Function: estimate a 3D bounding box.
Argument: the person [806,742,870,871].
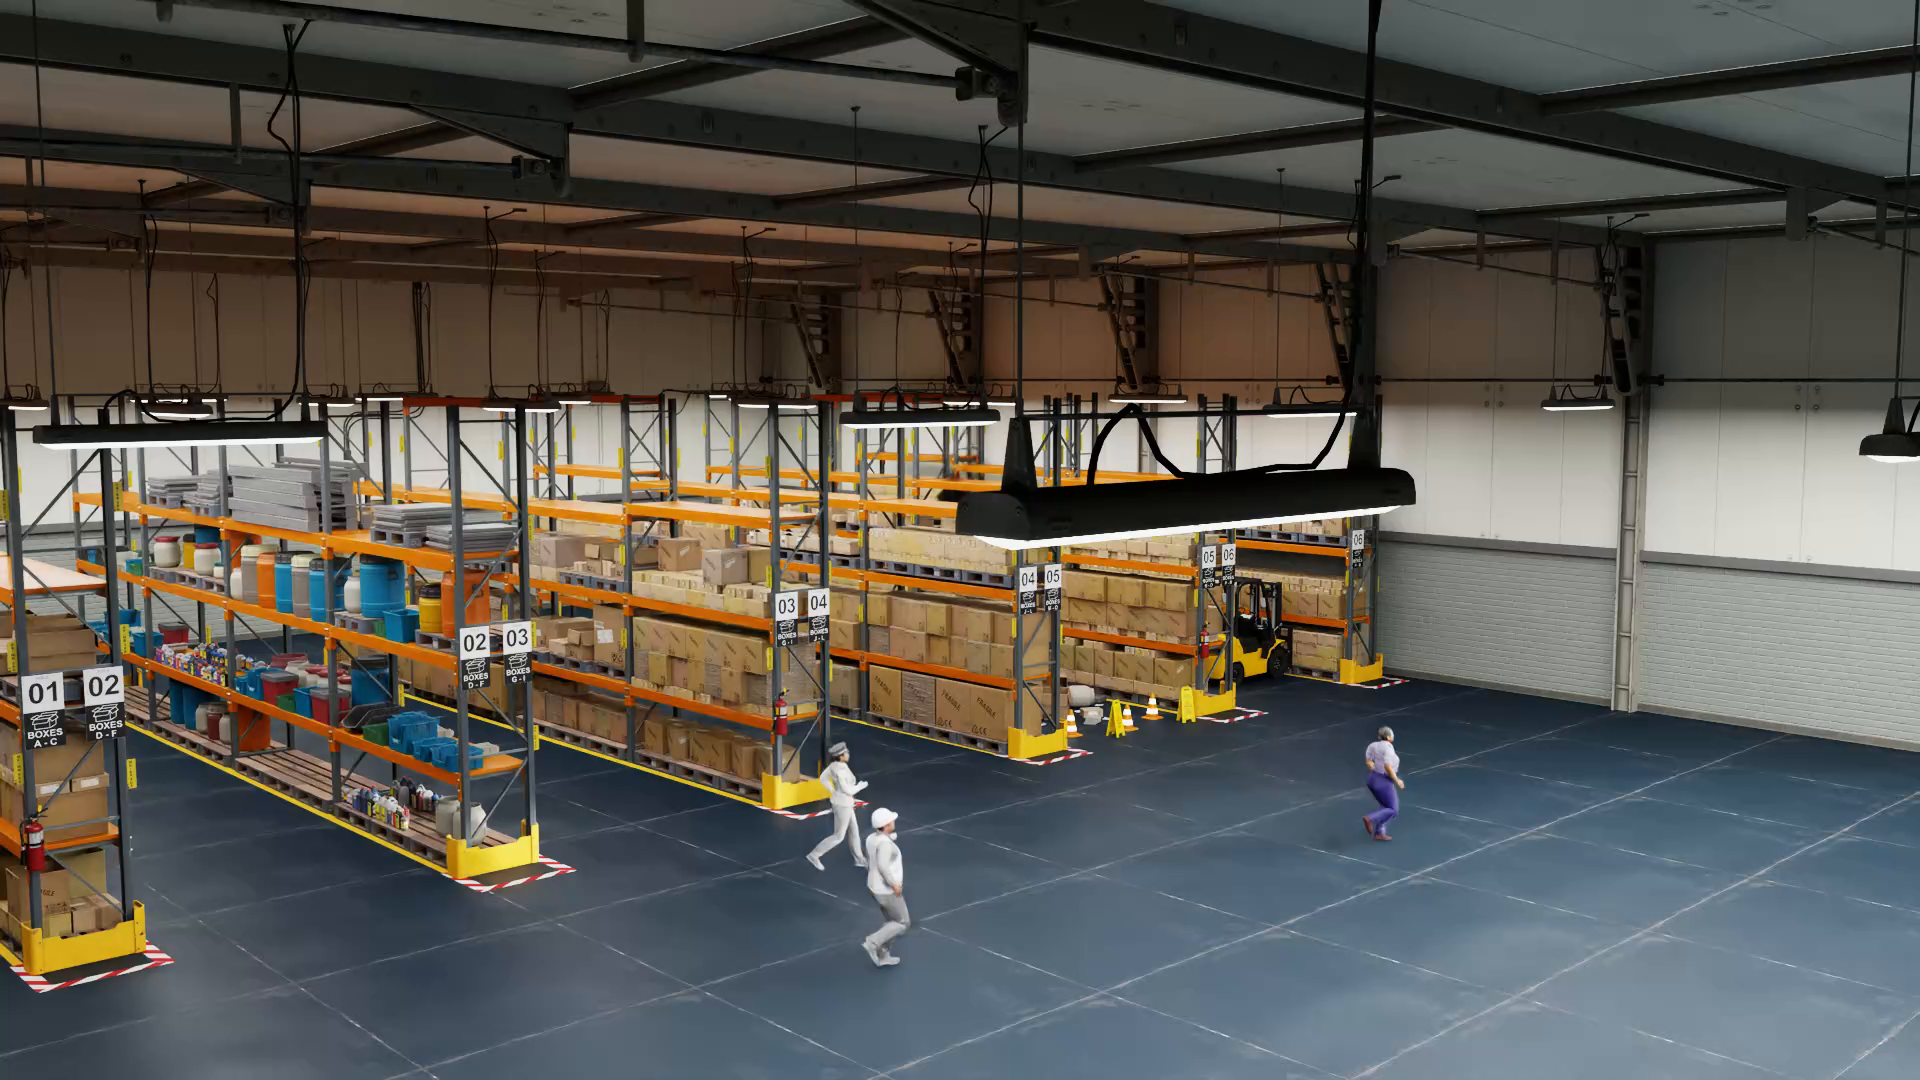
[{"bbox_3d":[-1.523,3.412,21.297,0.939,1.673,0.611,-1,6,-15],"label":"person"}]

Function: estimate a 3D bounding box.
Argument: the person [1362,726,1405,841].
[{"bbox_3d":[5.723,3.348,22.782,0.585,1.603,0.593,-2,6,-19],"label":"person"}]

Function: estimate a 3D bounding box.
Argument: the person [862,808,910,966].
[{"bbox_3d":[-0.825,3.742,17.896,0.535,1.735,0.656,-2,6,-21],"label":"person"}]
